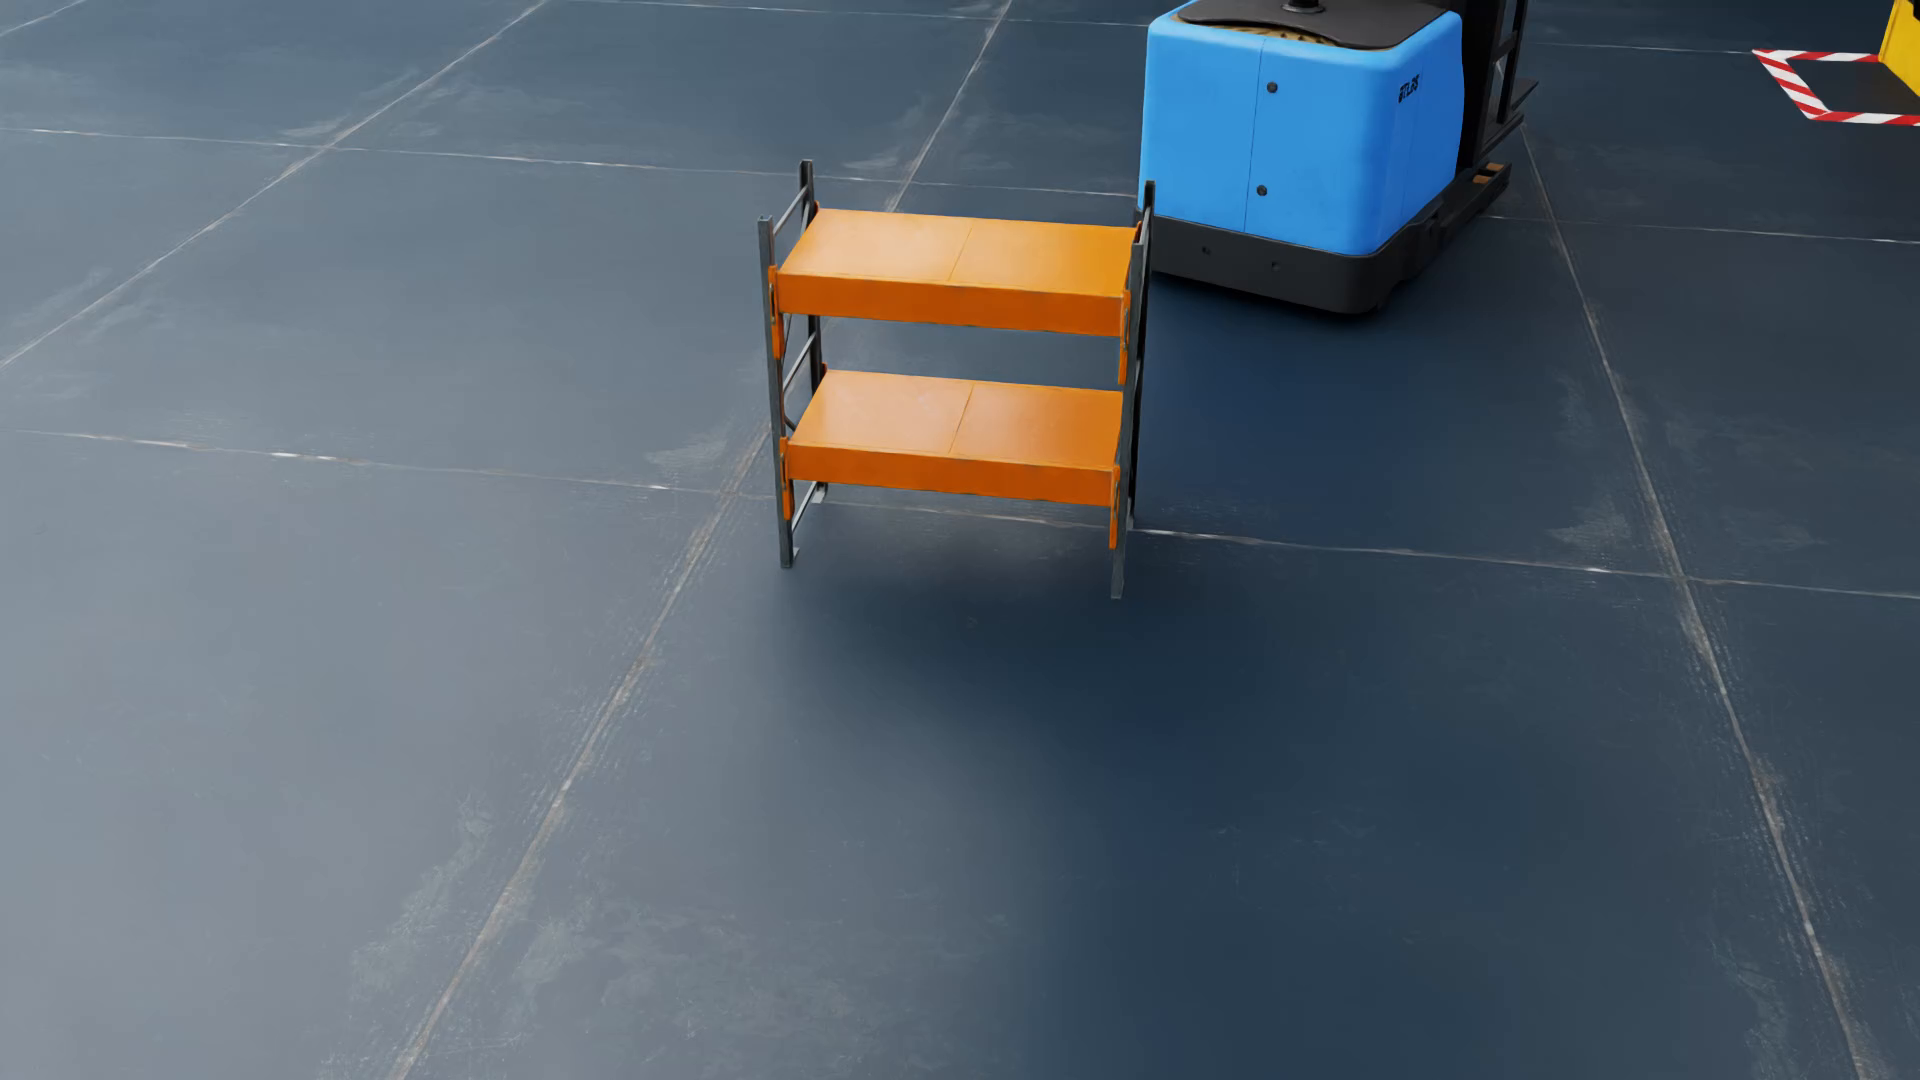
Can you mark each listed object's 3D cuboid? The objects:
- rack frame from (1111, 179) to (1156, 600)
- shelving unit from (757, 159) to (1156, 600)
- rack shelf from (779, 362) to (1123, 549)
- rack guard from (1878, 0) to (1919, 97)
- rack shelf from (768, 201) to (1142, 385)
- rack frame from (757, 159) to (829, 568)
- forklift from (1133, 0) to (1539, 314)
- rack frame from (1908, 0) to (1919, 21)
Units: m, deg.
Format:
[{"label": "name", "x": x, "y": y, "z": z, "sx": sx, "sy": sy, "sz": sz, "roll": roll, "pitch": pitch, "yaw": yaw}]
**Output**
[{"label": "rack frame", "x": 0.508, "y": -0.431, "z": 4.878, "sx": 0.032, "sy": 1.125, "sz": 0.500, "roll": 5, "pitch": 32, "yaw": 8}, {"label": "shelving unit", "x": 0.007, "y": -0.476, "z": 4.951, "sx": 1.048, "sy": 1.125, "sz": 0.538, "roll": 5, "pitch": 32, "yaw": 8}, {"label": "rack shelf", "x": 0.007, "y": -0.269, "z": 5.080, "sx": 1.000, "sy": 0.278, "sz": 0.538, "roll": 5, "pitch": 32, "yaw": 8}, {"label": "rack guard", "x": 5.464, "y": -2.741, "z": 9.157, "sx": 0.348, "sy": 0.500, "sz": 1.175, "roll": 5, "pitch": 32, "yaw": 8}, {"label": "rack shelf", "x": 0.007, "y": -0.724, "z": 4.795, "sx": 1.000, "sy": 0.278, "sz": 0.538, "roll": 5, "pitch": 32, "yaw": 8}, {"label": "rack frame", "x": -0.494, "y": -0.522, "z": 5.023, "sx": 0.032, "sy": 1.125, "sz": 0.500, "roll": 5, "pitch": 32, "yaw": 8}, {"label": "forklift", "x": 1.928, "y": -2.875, "z": 7.080, "sx": 1.130, "sy": 2.935, "sz": 3.031, "roll": 18, "pitch": 36, "yaw": 27}, {"label": "rack frame", "x": 5.381, "y": -3.782, "z": 8.466, "sx": 0.127, "sy": 3.000, "sz": 1.000, "roll": 5, "pitch": 32, "yaw": 8}]
